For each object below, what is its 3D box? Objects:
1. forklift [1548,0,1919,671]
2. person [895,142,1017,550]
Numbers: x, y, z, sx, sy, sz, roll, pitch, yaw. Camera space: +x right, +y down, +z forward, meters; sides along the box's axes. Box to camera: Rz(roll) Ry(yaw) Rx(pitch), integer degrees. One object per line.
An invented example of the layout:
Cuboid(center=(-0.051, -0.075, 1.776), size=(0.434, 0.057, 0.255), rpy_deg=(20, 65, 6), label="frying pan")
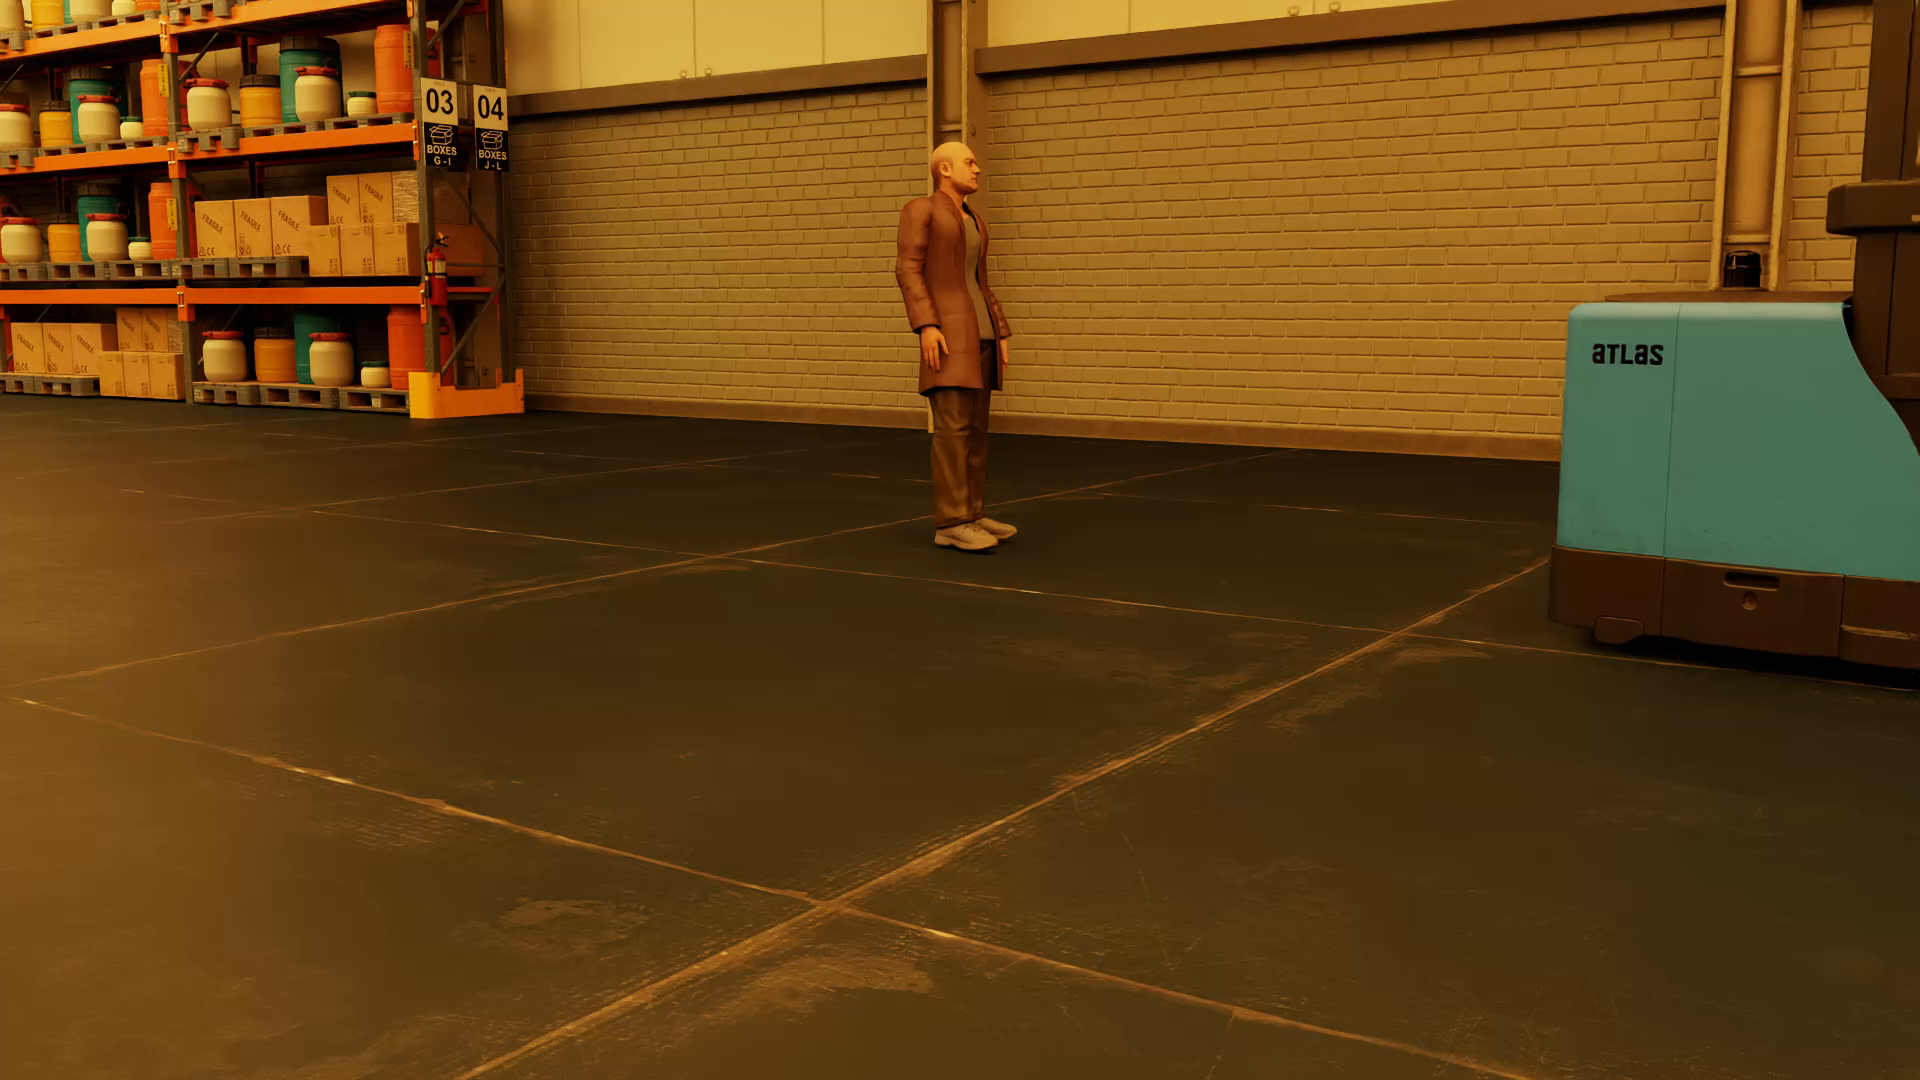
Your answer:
Cuboid(center=(3.324, -1.039, 4.502), size=(3.031, 2.935, 1.130), rpy_deg=(7, 11, 40), label="forklift")
Cuboid(center=(0.073, -0.879, 7.423), size=(0.582, 1.775, 0.696), rpy_deg=(5, 10, 34), label="person")
